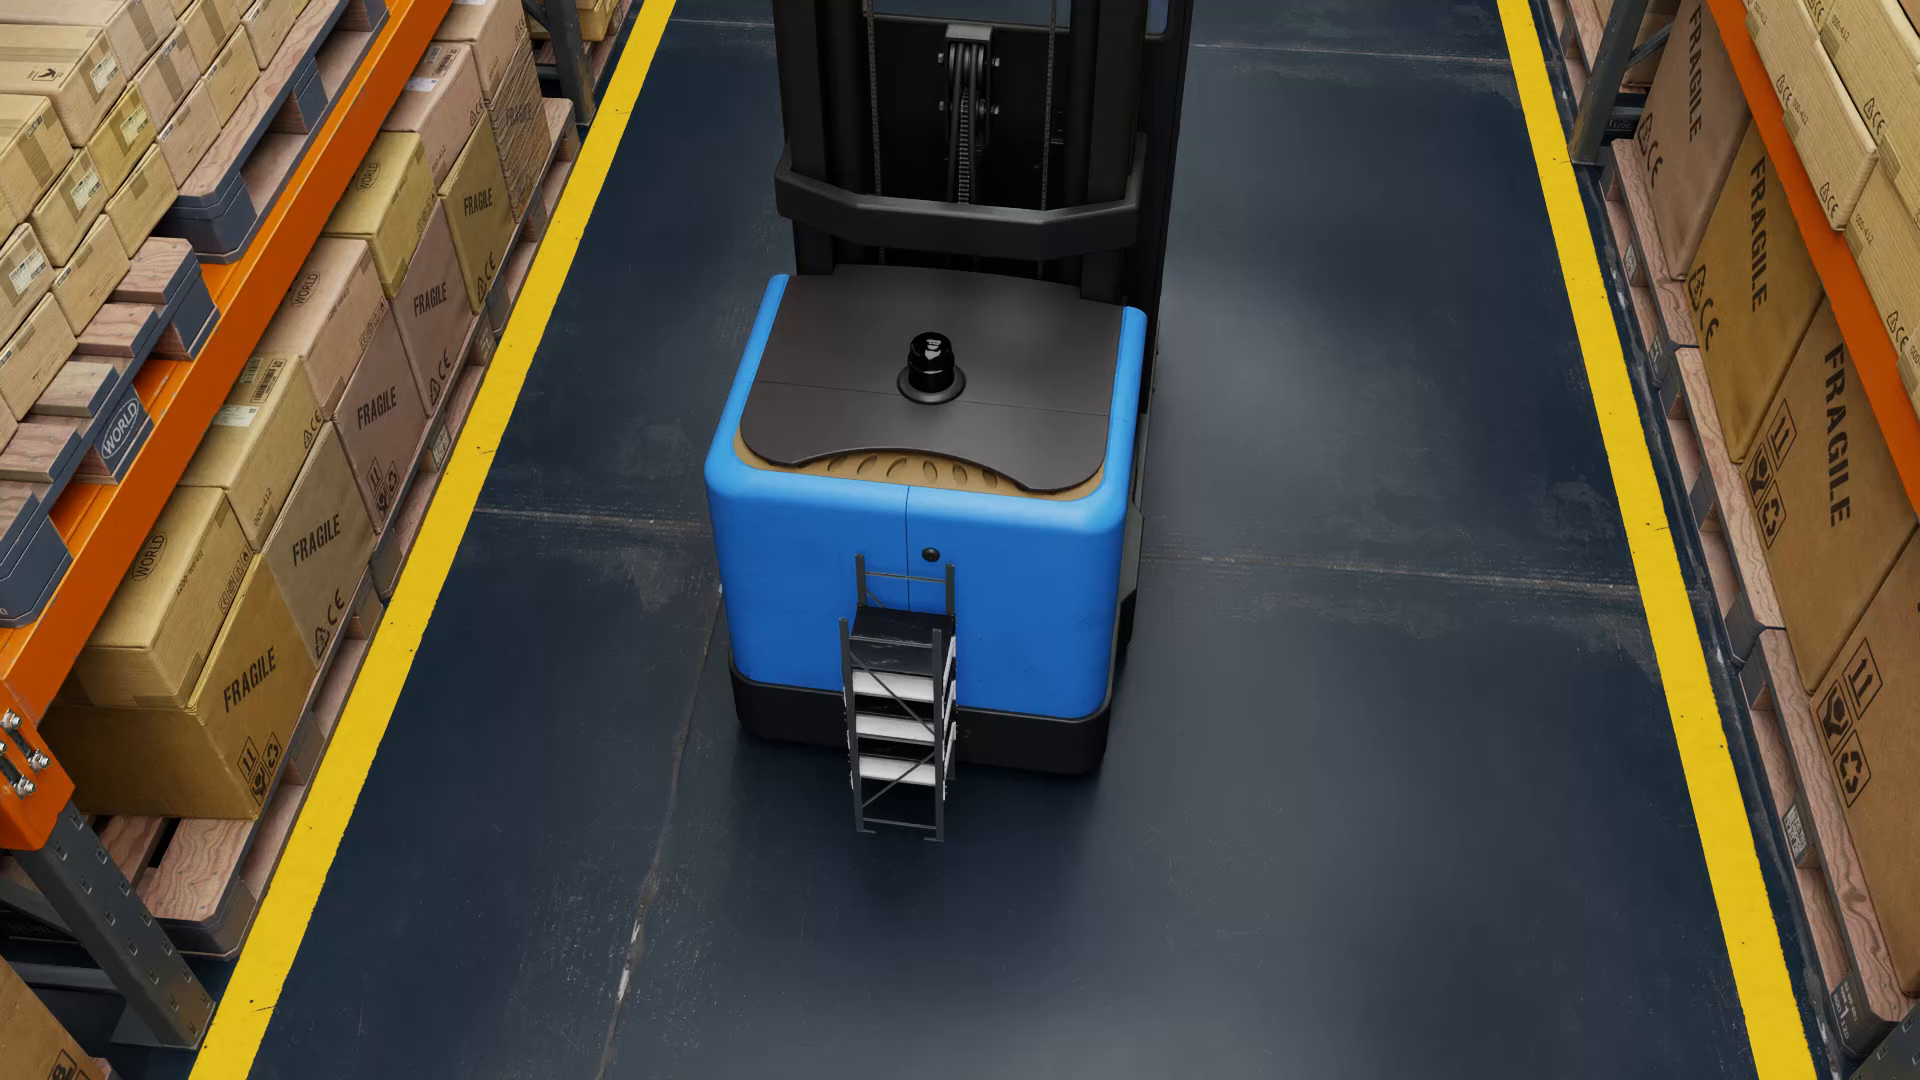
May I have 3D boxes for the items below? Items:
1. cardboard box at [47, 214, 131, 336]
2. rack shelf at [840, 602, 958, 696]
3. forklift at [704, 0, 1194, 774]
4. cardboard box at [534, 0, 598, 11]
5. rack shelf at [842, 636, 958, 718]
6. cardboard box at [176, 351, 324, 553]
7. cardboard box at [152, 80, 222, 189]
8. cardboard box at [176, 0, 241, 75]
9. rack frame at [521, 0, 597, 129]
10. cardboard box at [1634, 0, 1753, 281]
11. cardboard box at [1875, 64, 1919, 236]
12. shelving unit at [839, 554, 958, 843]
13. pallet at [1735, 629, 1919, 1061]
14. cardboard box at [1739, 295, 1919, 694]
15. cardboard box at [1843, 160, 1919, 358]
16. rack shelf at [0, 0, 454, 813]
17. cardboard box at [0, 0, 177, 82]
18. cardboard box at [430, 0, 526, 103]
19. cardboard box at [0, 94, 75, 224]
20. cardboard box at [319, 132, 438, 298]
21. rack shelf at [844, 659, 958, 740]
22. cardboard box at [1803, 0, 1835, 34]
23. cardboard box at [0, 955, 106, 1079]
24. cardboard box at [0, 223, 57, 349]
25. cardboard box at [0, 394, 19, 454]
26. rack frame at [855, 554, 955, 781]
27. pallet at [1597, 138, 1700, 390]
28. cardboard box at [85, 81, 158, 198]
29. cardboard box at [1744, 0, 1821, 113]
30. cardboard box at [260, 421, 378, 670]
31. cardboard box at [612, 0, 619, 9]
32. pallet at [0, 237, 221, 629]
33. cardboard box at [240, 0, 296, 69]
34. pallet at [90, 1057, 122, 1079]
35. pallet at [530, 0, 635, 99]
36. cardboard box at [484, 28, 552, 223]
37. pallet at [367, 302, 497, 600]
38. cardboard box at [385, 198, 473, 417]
[{"bbox_3d":[-2.079,-0.598,3.650,0.380,0.149,0.250,6,48,5],"label":"cardboard box"},{"bbox_3d":[-0.148,0.266,4.076,0.258,0.077,0.200,6,48,6],"label":"rack shelf"},{"bbox_3d":[0.092,-1.449,4.589,1.130,2.935,3.031,6,48,6],"label":"forklift"},{"bbox_3d":[-1.653,-2.295,6.762,0.380,0.149,0.250,6,48,5],"label":"cardboard box"},{"bbox_3d":[-0.148,0.327,4.142,0.258,0.077,0.200,6,48,6],"label":"rack shelf"},{"bbox_3d":[-2.019,-0.245,4.343,0.500,0.250,0.500,3,48,3],"label":"cardboard box"},{"bbox_3d":[-2.034,-0.993,4.011,0.380,0.149,0.250,5,48,5],"label":"cardboard box"},{"bbox_3d":[-2.009,-1.276,4.069,0.380,0.149,0.250,3,48,3],"label":"cardboard box"},{"bbox_3d":[-2.005,-2.770,5.751,1.000,3.000,0.127,4,48,4],"label":"rack frame"},{"bbox_3d":[2.957,-1.475,5.722,0.875,0.875,0.875,5,48,5],"label":"cardboard box"},{"bbox_3d":[2.430,-0.818,3.728,0.500,0.250,0.500,3,48,3],"label":"cardboard box"},{"bbox_3d":[-0.148,0.426,4.250,0.258,0.900,0.210,6,48,6],"label":"shelving unit"},{"bbox_3d":[2.716,0.795,4.380,1.003,0.211,1.213,4,48,4],"label":"pallet"},{"bbox_3d":[2.801,-0.154,4.513,0.875,0.875,0.875,4,48,4],"label":"cardboard box"},{"bbox_3d":[2.450,-0.656,3.919,0.500,0.250,0.500,3,48,3],"label":"cardboard box"},{"bbox_3d":[-2.187,-1.058,4.672,1.077,0.370,4.000,4,48,4],"label":"rack shelf"},{"bbox_3d":[-2.038,-1.186,3.785,0.380,0.149,0.250,6,48,5],"label":"cardboard box"},{"bbox_3d":[-1.821,-1.757,5.725,0.500,0.250,0.500,3,48,2],"label":"cardboard box"},{"bbox_3d":[-2.085,-0.793,3.425,0.380,0.149,0.250,4,48,3],"label":"cardboard box"},{"bbox_3d":[-1.915,-0.991,5.025,0.500,0.250,0.500,2,48,2],"label":"cardboard box"},{"bbox_3d":[-0.148,0.388,4.209,0.258,0.077,0.200,6,48,6],"label":"rack shelf"},{"bbox_3d":[2.521,-1.571,4.417,0.500,0.250,0.500,4,48,4],"label":"cardboard box"},{"bbox_3d":[-2.514,1.228,3.334,1.050,0.750,0.750,3,48,3],"label":"cardboard box"},{"bbox_3d":[-2.102,-0.529,3.385,0.380,0.149,0.250,6,48,5],"label":"cardboard box"},{"bbox_3d":[-2.127,-0.203,3.289,0.380,0.149,0.250,3,48,3],"label":"cardboard box"},{"bbox_3d":[-0.133,0.352,4.318,0.240,0.900,0.006,6,48,6],"label":"rack frame"},{"bbox_3d":[2.939,-0.998,6.020,1.003,0.211,1.213,4,48,4],"label":"pallet"},{"bbox_3d":[-2.059,-0.911,3.735,0.380,0.149,0.250,4,48,4],"label":"cardboard box"},{"bbox_3d":[2.523,-1.399,4.599,0.500,0.250,0.500,4,48,3],"label":"cardboard box"},{"bbox_3d":[-2.008,-0.001,4.628,0.500,0.500,0.500,4,48,4],"label":"cardboard box"},{"bbox_3d":[-1.627,-2.391,7.052,0.380,0.149,0.250,5,48,5],"label":"cardboard box"},{"bbox_3d":[-2.410,-0.297,3.619,1.213,0.211,1.003,4,48,4],"label":"pallet"},{"bbox_3d":[-1.983,-1.369,4.355,0.380,0.149,0.250,2,48,2],"label":"cardboard box"},{"bbox_3d":[-2.516,1.685,3.566,1.003,0.211,1.213,4,48,4],"label":"pallet"},{"bbox_3d":[-1.979,-2.325,7.233,1.003,0.211,1.213,4,48,4],"label":"pallet"},{"bbox_3d":[-1.821,-1.507,6.005,0.500,0.500,0.500,3,48,3],"label":"cardboard box"},{"bbox_3d":[-2.183,-0.358,5.434,1.003,0.211,1.213,4,48,4],"label":"pallet"},{"bbox_3d":[-1.919,-0.754,5.316,0.500,0.500,0.500,3,48,3],"label":"cardboard box"}]
